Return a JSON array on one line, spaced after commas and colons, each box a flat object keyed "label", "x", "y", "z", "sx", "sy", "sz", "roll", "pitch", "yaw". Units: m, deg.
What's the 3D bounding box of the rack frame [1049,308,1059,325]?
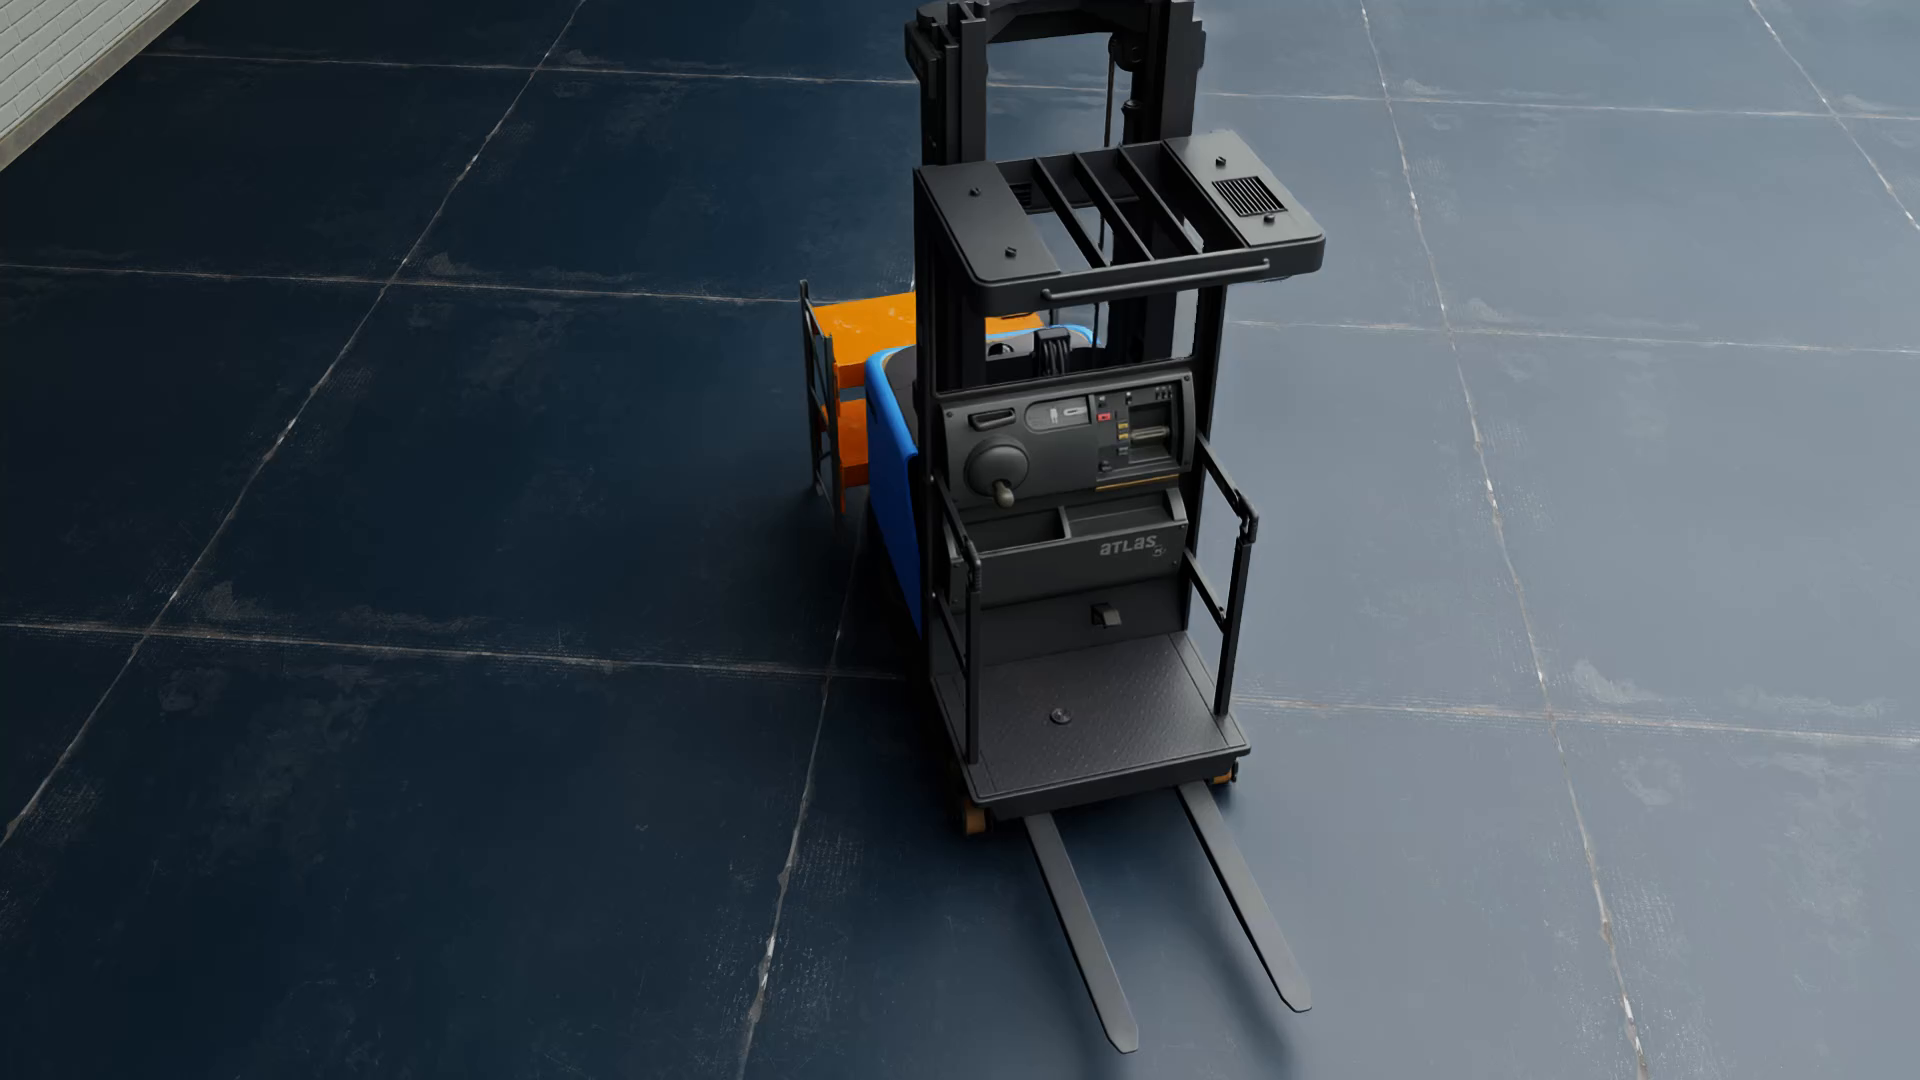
[{"label": "rack frame", "x": 0.346, "y": -0.758, "z": 7.790, "sx": 0.032, "sy": 1.125, "sz": 0.500, "roll": -11, "pitch": 40, "yaw": -13}]

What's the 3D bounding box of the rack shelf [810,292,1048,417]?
[{"label": "rack shelf", "x": -0.139, "y": -0.890, "z": 7.489, "sx": 1.000, "sy": 0.278, "sz": 0.538, "roll": -11, "pitch": 40, "yaw": -13}]

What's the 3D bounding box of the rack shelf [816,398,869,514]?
[{"label": "rack shelf", "x": -0.139, "y": -0.474, "z": 7.828, "sx": 1.000, "sy": 0.278, "sz": 0.538, "roll": -11, "pitch": 40, "yaw": -13}]

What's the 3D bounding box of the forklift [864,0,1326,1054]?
[{"label": "forklift", "x": 0.453, "y": -0.285, "z": 5.778, "sx": 1.130, "sy": 2.935, "sz": 3.031, "roll": -10, "pitch": 40, "yaw": -12}]

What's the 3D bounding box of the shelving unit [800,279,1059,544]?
[{"label": "shelving unit", "x": -0.139, "y": -0.663, "z": 7.674, "sx": 1.048, "sy": 1.125, "sz": 0.538, "roll": -11, "pitch": 40, "yaw": -13}]

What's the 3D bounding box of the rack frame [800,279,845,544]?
[{"label": "rack frame", "x": -0.625, "y": -0.569, "z": 7.558, "sx": 0.032, "sy": 1.125, "sz": 0.500, "roll": -11, "pitch": 40, "yaw": -13}]
